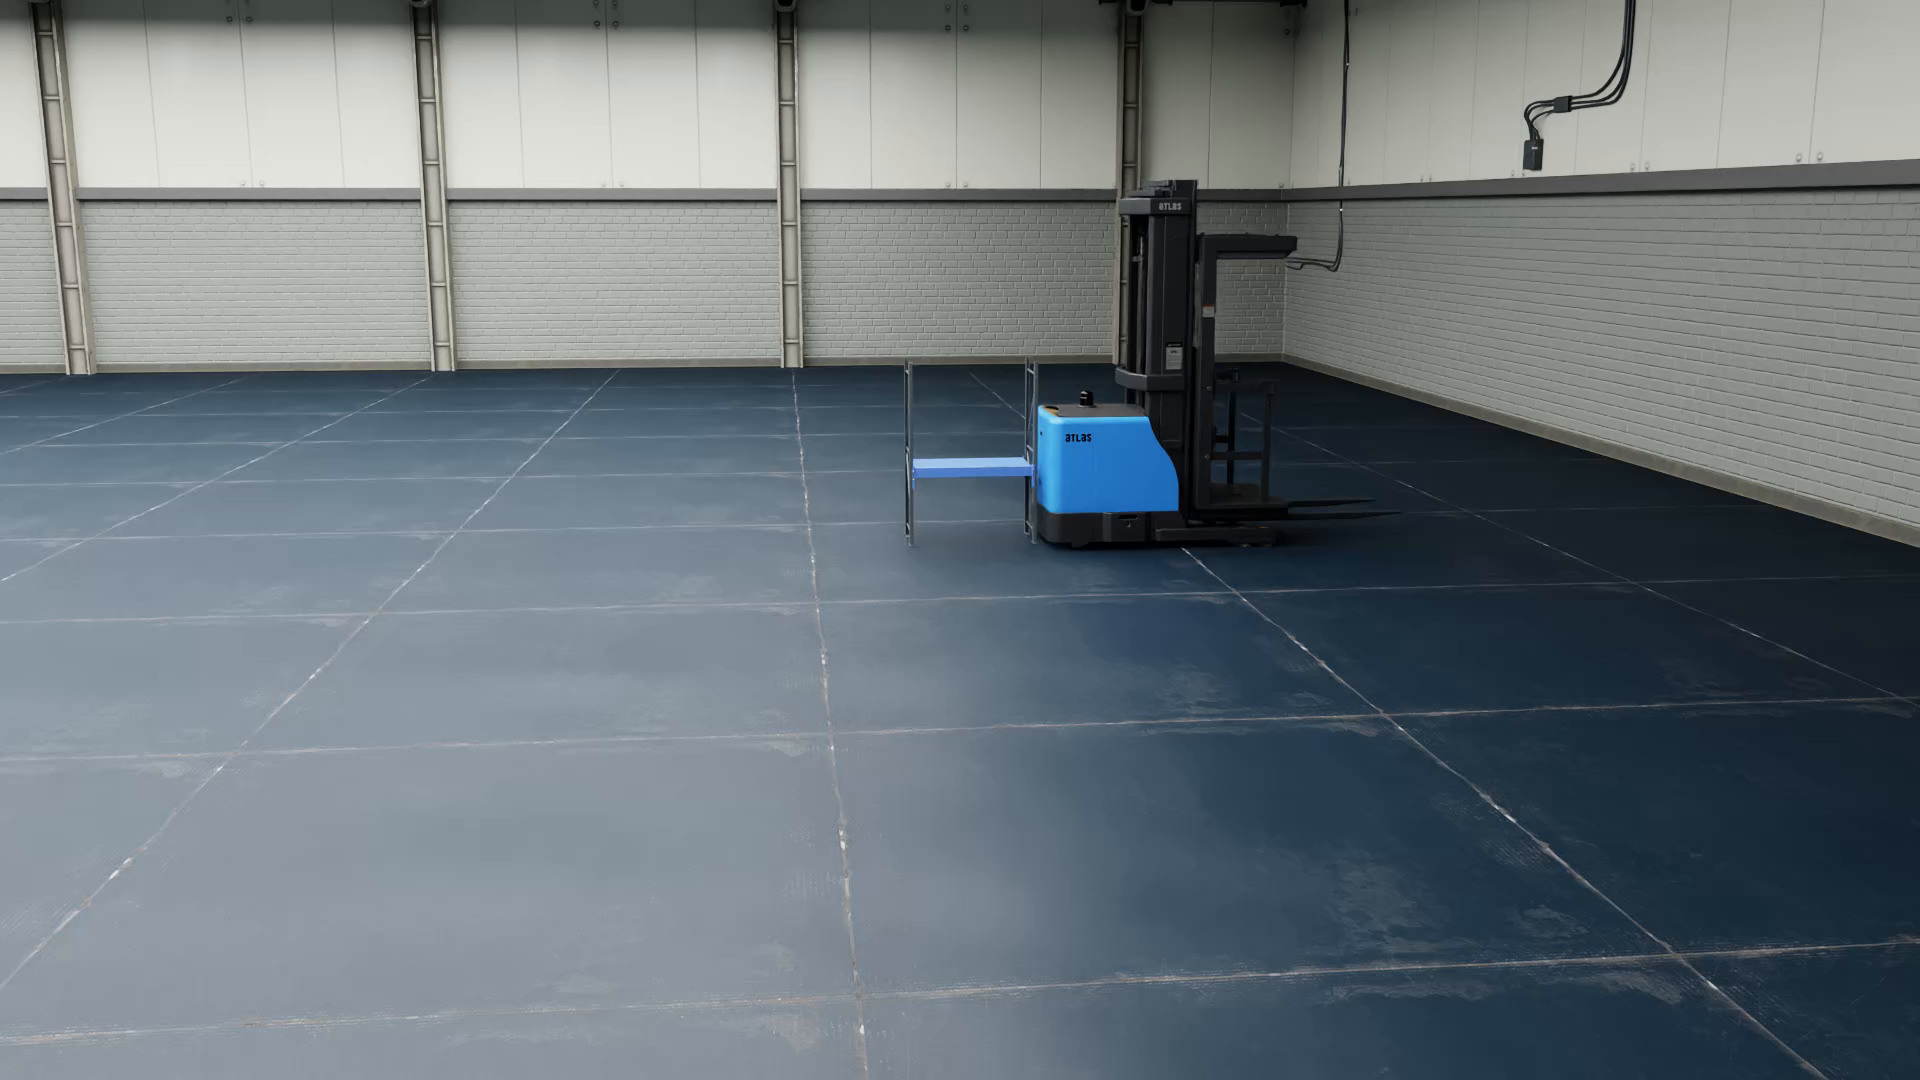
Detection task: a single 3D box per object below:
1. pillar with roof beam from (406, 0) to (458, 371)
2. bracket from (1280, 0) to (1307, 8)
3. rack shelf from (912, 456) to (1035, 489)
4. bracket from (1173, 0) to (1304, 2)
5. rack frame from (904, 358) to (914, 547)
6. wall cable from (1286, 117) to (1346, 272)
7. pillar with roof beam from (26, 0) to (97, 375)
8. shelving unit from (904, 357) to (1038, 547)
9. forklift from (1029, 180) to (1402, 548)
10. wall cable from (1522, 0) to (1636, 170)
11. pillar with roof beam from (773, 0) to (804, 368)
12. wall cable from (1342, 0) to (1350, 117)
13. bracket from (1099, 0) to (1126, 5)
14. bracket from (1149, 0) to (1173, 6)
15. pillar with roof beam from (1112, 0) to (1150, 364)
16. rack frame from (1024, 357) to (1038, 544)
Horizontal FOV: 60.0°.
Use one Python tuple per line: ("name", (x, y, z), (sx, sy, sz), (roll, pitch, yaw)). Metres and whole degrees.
("pillar with roof beam", (-8.481, -6.541, 23.812), (0.548, 9.000, 9.100), (-1, 11, -6))
("bracket", (5.791, -9.373, 28.885), (0.430, 0.232, 0.235), (-1, 11, -6))
("rack shelf", (0.085, -0.561, 13.767), (1.000, 0.185, 0.538), (-1, 11, -6))
("bracket", (5.204, -9.361, 28.822), (3.189, 0.066, 0.076), (-1, 11, -6))
("rack frame", (-0.421, -0.727, 13.679), (0.032, 1.500, 0.500), (-1, 11, -6))
("wall cable", (6.056, -5.901, 28.605), (0.112, 2.526, 3.097), (-1, 11, -6))
("pillar with roof beam", (-14.446, -6.416, 23.177), (0.548, 9.000, 9.100), (-1, 11, -6))
("shelving unit", (0.085, -0.738, 13.732), (1.048, 1.500, 0.538), (-1, 11, -6))
("forklift", (2.154, -1.479, 13.793), (3.031, 2.935, 1.130), (-1, 11, -7))
("wall cable", (7.065, -7.272, 18.715), (0.169, 6.003, 2.305), (-1, 11, -6))
("pillar with roof beam", (-2.516, -6.666, 24.448), (0.548, 9.000, 9.100), (-1, 11, -6))
("wall cable", (6.348, -7.860, 25.479), (0.112, 2.526, 3.097), (-1, 11, -6))
("bracket", (2.610, -9.306, 28.546), (0.430, 0.232, 0.235), (-1, 11, -6))
("bracket", (3.435, -9.323, 28.634), (0.430, 0.232, 0.235), (-1, 11, -6))
("pillar with roof beam", (3.449, -6.791, 25.084), (0.548, 9.000, 9.100), (-1, 11, -6))
("rack frame", (0.590, -0.748, 13.786), (0.032, 1.500, 0.500), (-1, 11, -6))
